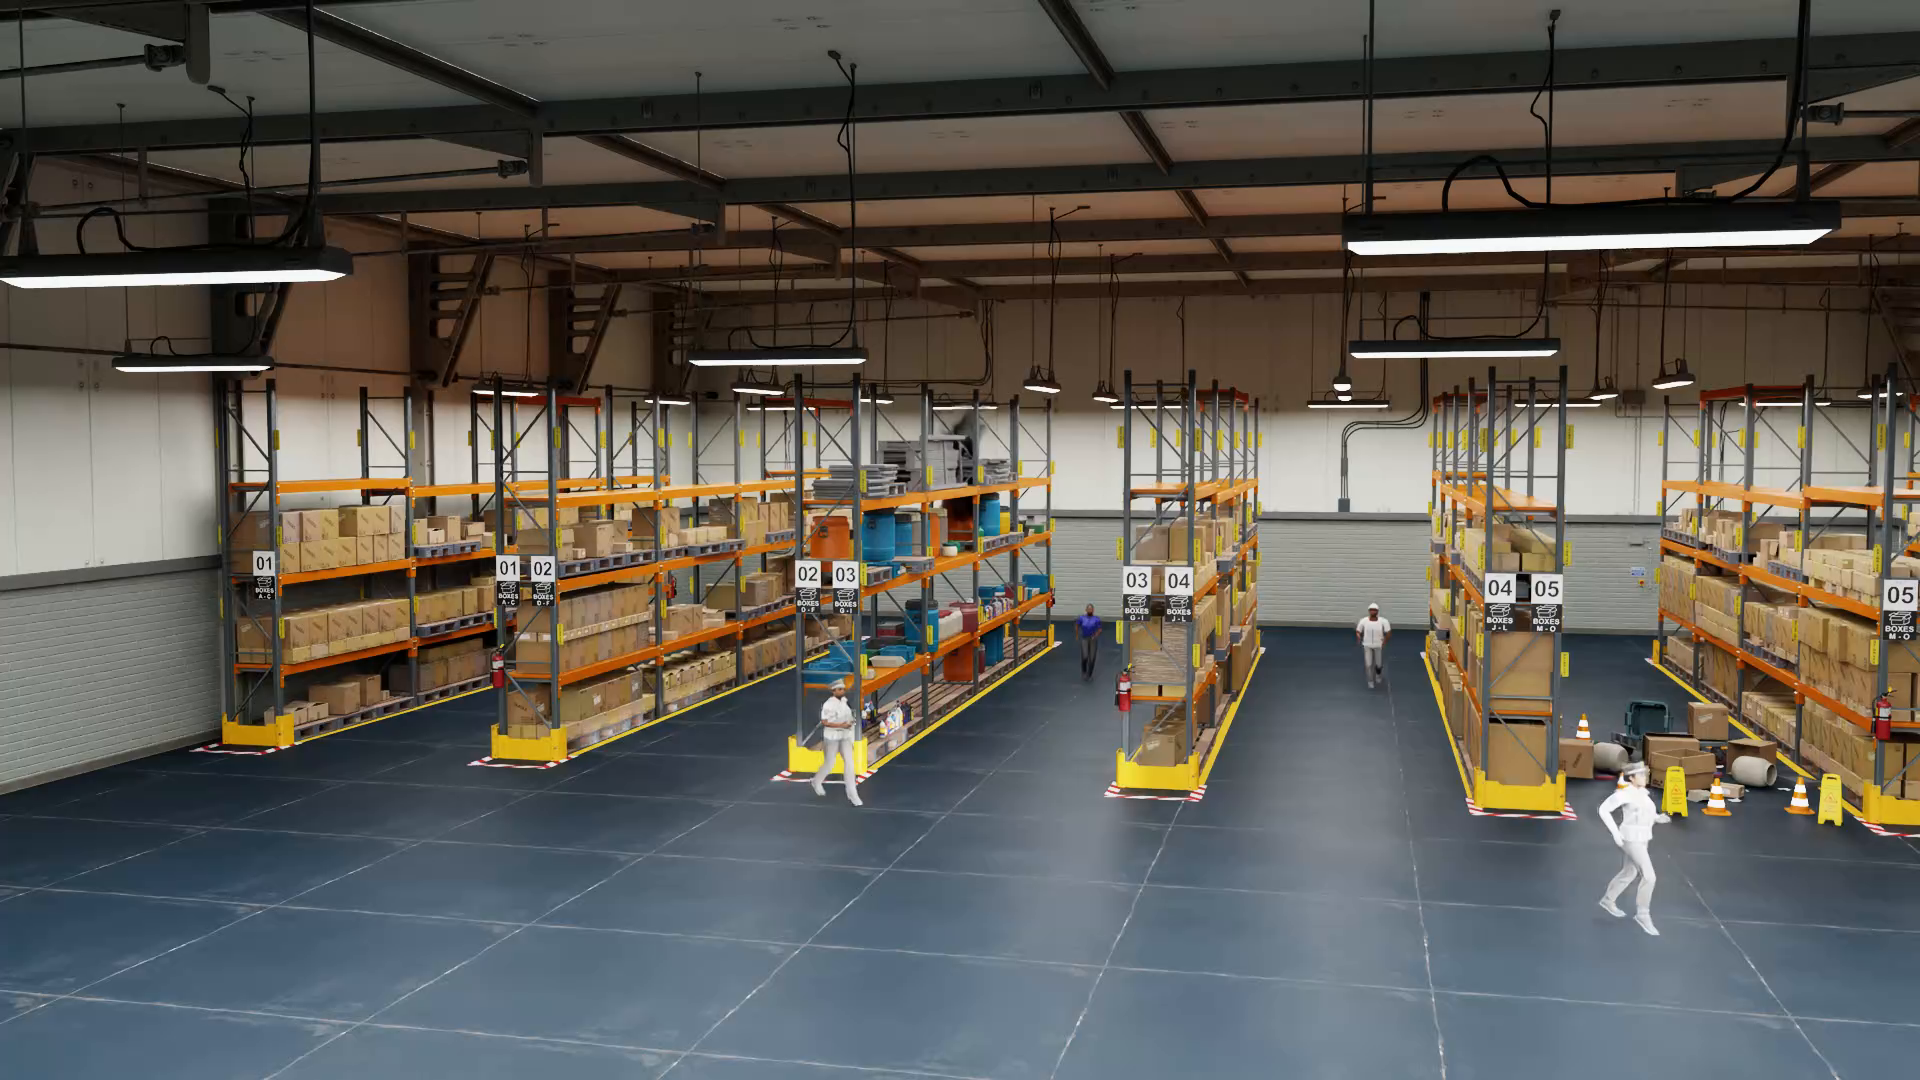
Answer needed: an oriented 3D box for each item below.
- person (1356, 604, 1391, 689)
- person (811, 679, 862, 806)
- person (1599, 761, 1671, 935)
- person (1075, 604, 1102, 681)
[{"bbox_3d":[8.313,2.134,33.474,0.697,1.718,0.608,1,4,18],"label":"person"},{"bbox_3d":[-1.716,2.763,22.963,0.901,1.729,0.579,3,5,45],"label":"person"},{"bbox_3d":[6.918,3.132,17.087,0.584,1.756,0.757,-3,5,-43],"label":"person"},{"bbox_3d":[2.658,2.117,34.357,0.542,1.613,0.726,0,3,0],"label":"person"}]
